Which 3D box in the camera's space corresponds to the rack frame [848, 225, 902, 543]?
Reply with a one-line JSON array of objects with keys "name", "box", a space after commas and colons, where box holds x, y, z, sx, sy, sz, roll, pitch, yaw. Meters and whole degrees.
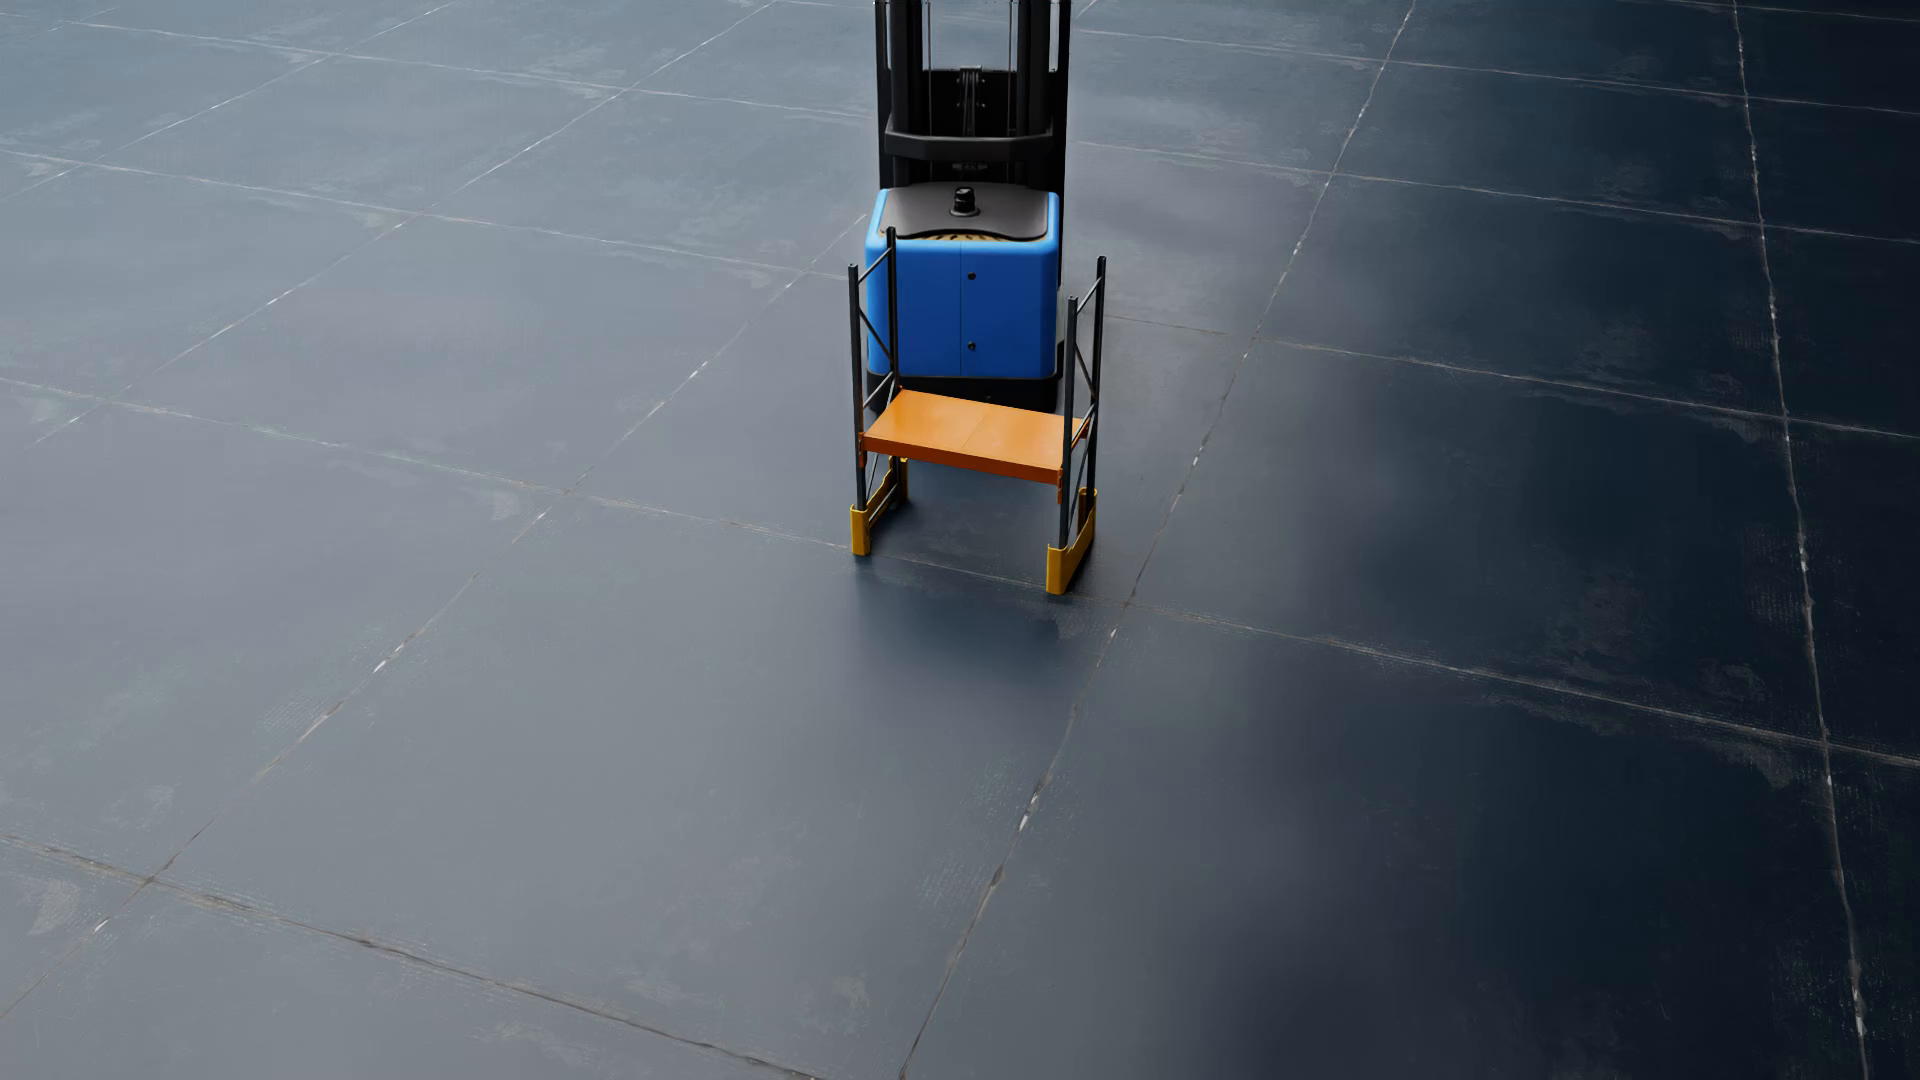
[{"name": "rack frame", "box": [-0.398, -0.707, 7.963, 0.032, 1.500, 0.500, 11, 34, 16]}]

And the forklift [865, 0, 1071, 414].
[{"name": "forklift", "box": [0.085, -2.676, 9.692, 1.130, 2.935, 3.031, 2, 33, 3]}]

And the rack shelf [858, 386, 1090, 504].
[{"name": "rack shelf", "box": [0.080, -0.463, 7.917, 1.000, 0.185, 0.538, 11, 34, 16]}]

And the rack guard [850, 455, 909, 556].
[{"name": "rack guard", "box": [-0.397, -0.182, 8.302, 0.087, 0.250, 0.587, 11, 34, 16]}]

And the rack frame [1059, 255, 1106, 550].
[{"name": "rack frame", "box": [0.559, -0.521, 7.675, 0.032, 1.500, 0.500, 11, 34, 16]}]

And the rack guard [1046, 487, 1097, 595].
[{"name": "rack guard", "box": [0.541, 0.000, 8.019, 0.087, 0.250, 0.587, 11, 34, 16]}]

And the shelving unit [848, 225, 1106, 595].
[{"name": "shelving unit", "box": [0.072, -0.616, 7.822, 1.083, 1.500, 0.587, 11, 34, 16]}]
